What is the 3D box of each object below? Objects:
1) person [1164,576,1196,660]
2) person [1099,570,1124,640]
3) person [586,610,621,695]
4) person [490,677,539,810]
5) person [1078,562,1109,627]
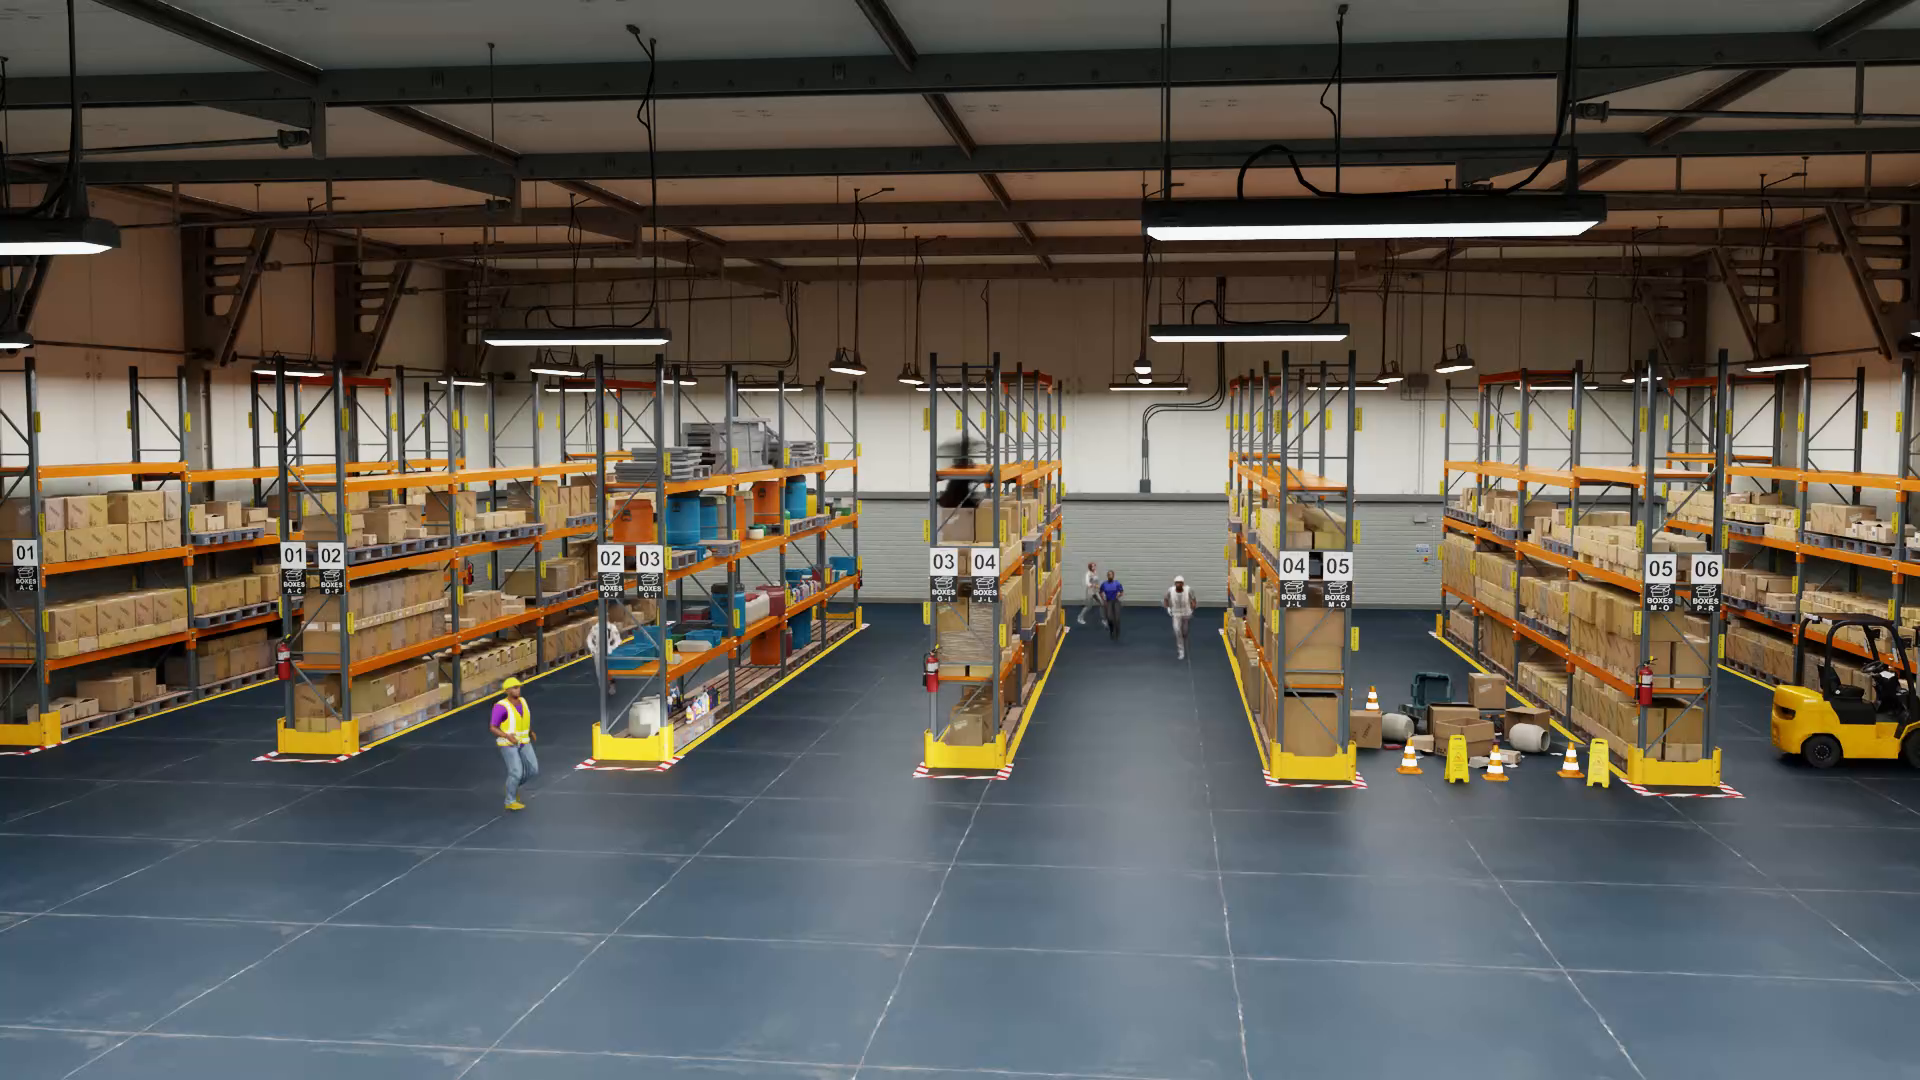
[{"bbox_3d":[4.708,1.630,35.594,0.679,1.770,1.030,0,4,3],"label":"person"},{"bbox_3d":[3.471,1.505,38.195,0.585,1.593,0.555,0,4,7],"label":"person"},{"bbox_3d":[-6.413,2.059,29.923,0.628,1.673,0.548,0,4,-1],"label":"person"},{"bbox_3d":[-5.708,2.620,21.409,0.569,1.721,0.674,3,5,34],"label":"person"},{"bbox_3d":[3.234,1.328,40.675,0.814,1.613,0.541,3,5,39],"label":"person"}]
